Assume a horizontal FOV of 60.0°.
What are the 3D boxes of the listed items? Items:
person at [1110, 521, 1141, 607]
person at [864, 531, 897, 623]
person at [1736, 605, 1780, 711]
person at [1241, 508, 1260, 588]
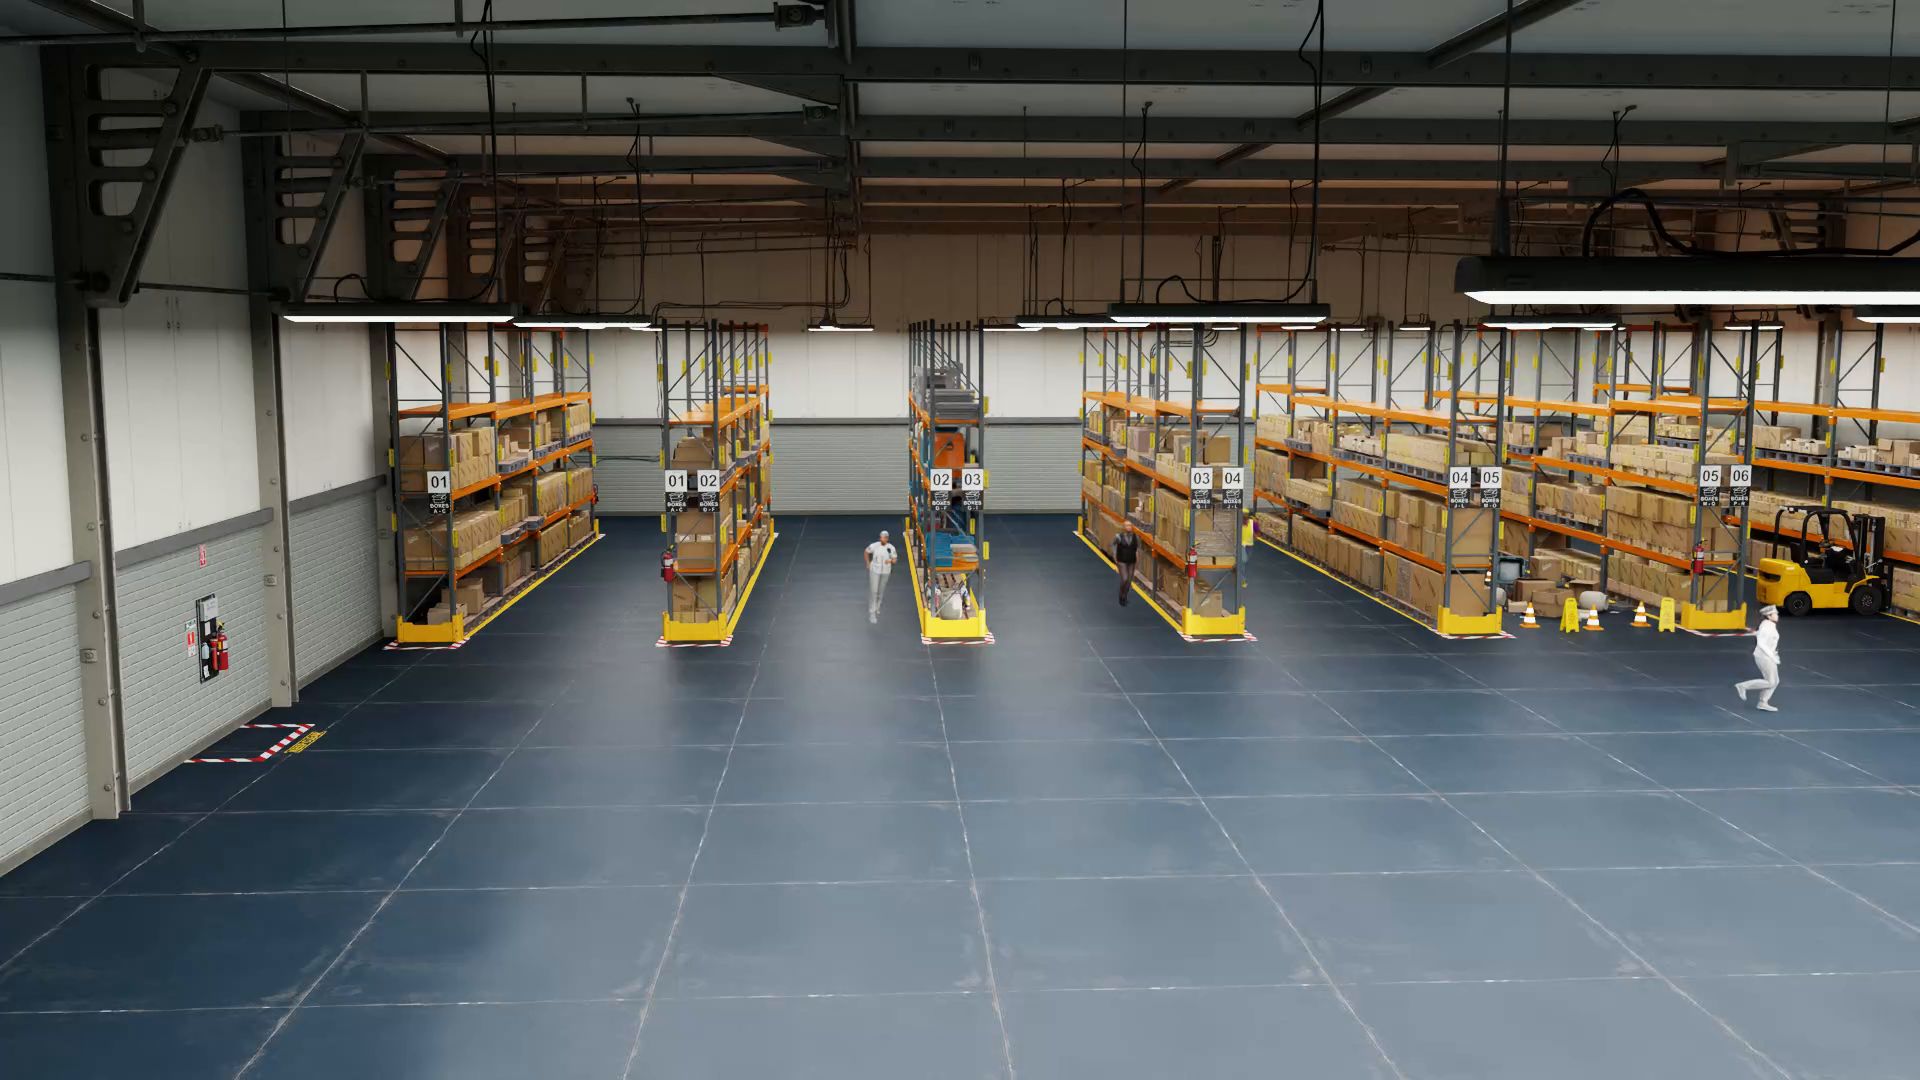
[{"bbox_3d":[3.363,0.481,33.519,0.595,1.739,0.732,-2,7,-14],"label":"person"},{"bbox_3d":[-1.523,0.681,32.149,0.601,1.741,0.745,-2,7,-14],"label":"person"},{"bbox_3d":[12.219,1.784,25.419,0.593,1.648,0.603,4,8,27],"label":"person"},{"bbox_3d":[6.499,0.157,38.011,0.689,1.814,0.830,-1,7,-9],"label":"person"}]
